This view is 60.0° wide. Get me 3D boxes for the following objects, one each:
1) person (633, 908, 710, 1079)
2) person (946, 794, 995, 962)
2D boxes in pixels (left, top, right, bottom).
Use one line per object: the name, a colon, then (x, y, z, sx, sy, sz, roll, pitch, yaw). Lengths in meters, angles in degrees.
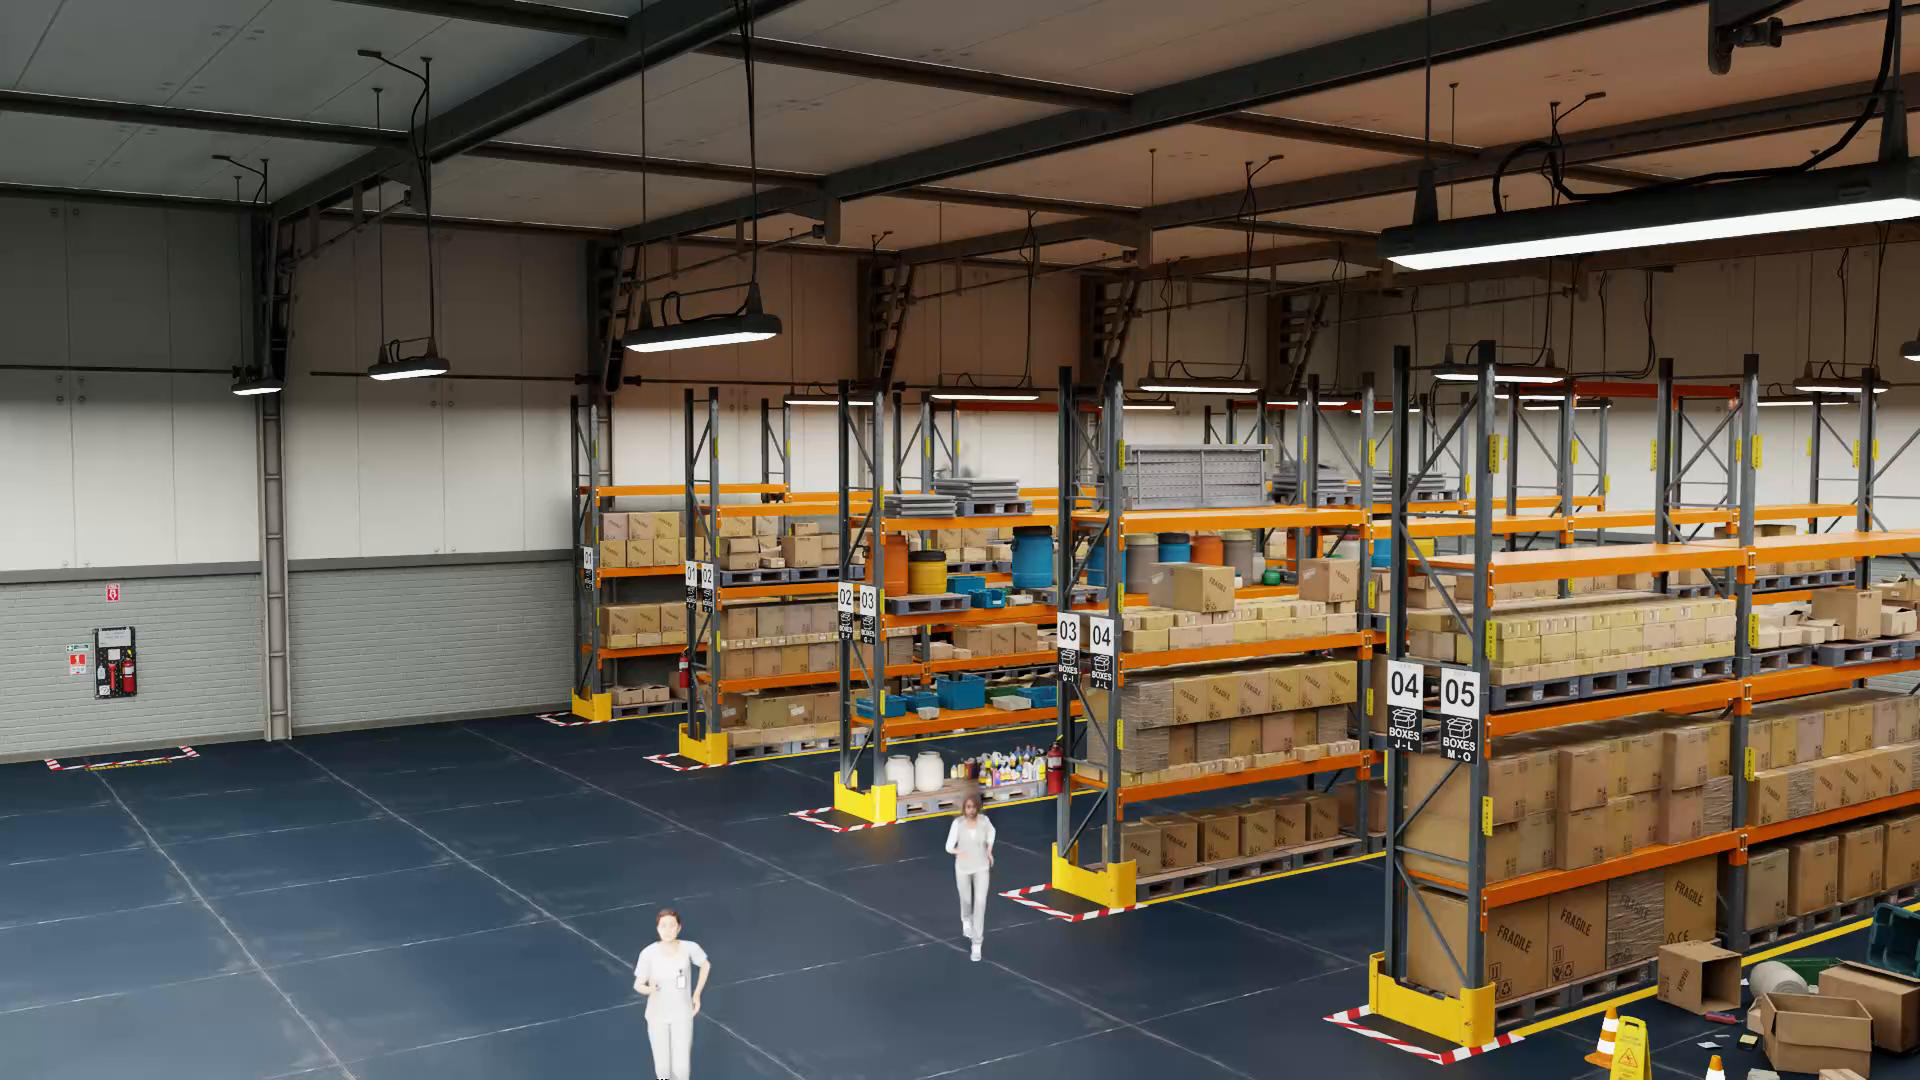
person: (-2.145, 3.586, 12.356, 0.544, 1.705, 0.691, 0, 3, -4)
person: (0.111, 3.340, 16.798, 0.500, 1.602, 0.879, 0, 3, 0)
